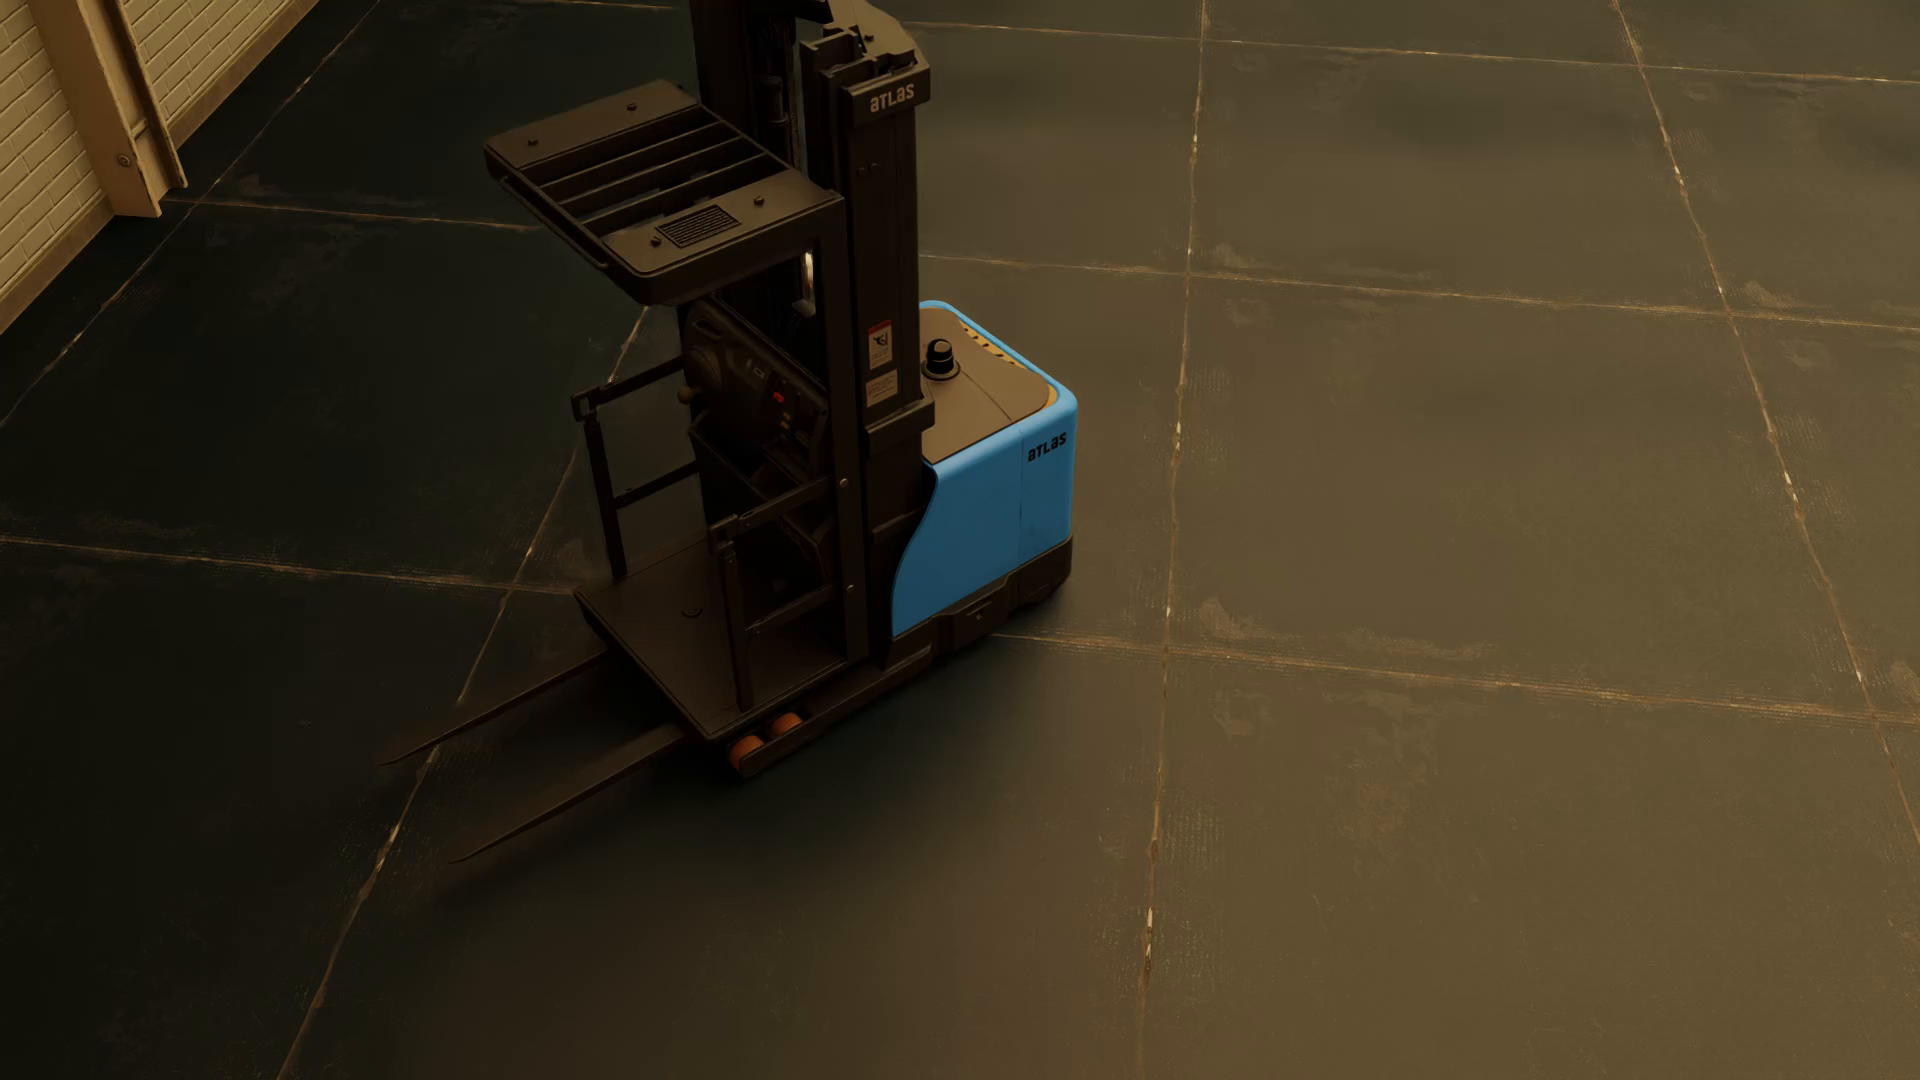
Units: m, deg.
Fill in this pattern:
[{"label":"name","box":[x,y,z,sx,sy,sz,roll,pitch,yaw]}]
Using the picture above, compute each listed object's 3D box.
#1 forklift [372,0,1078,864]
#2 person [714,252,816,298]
[{"label":"forklift","box":[-0.955,-0.518,6.288,3.031,2.935,1.130,-29,50,-28]},{"label":"person","box":[-0.795,-1.181,8.006,0.871,1.586,0.768,23,47,23]}]
